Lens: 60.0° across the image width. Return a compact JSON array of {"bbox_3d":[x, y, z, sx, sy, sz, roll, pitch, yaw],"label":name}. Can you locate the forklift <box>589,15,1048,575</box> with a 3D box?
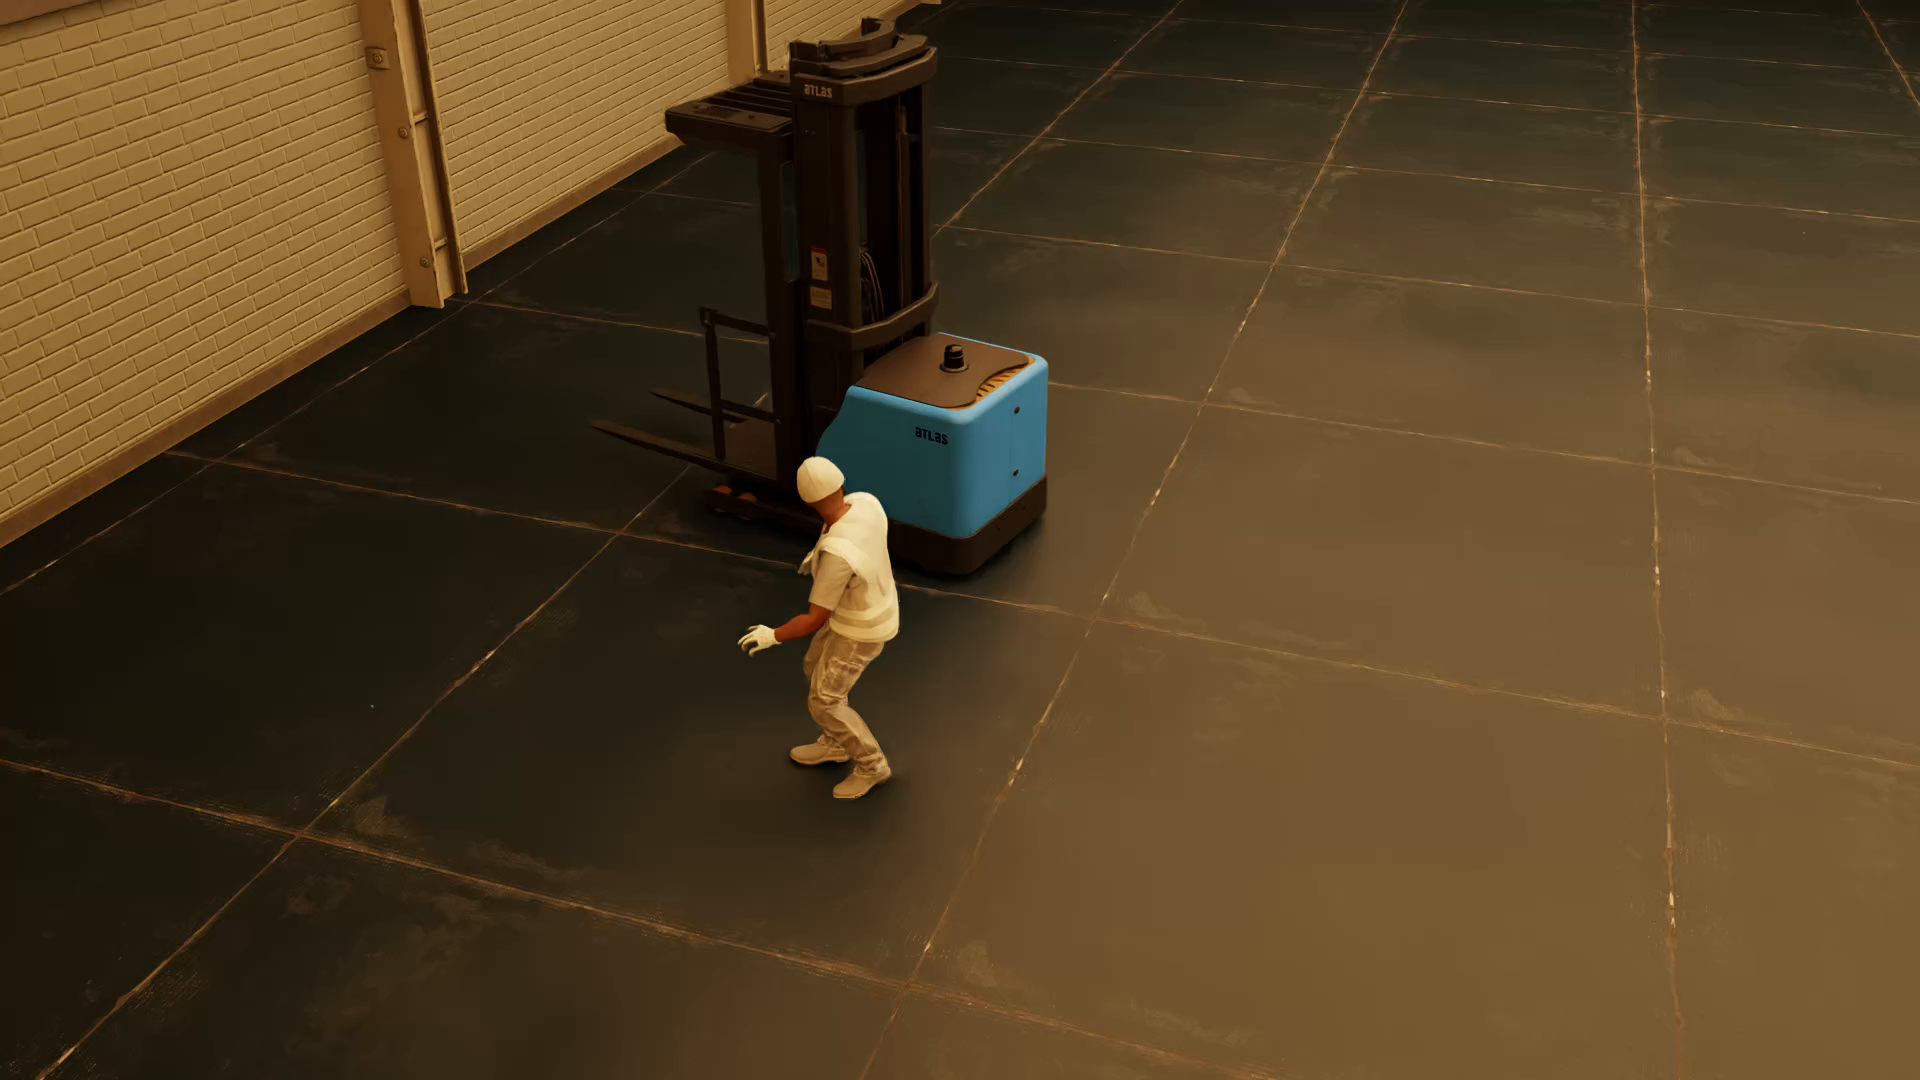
[{"bbox_3d":[-0.990,-1.601,9.945,3.031,2.935,1.130,17,34,27],"label":"forklift"}]

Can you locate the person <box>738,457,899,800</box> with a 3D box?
[{"bbox_3d":[-0.643,0.382,7.736,0.721,1.704,0.822,0,30,-1],"label":"person"}]
